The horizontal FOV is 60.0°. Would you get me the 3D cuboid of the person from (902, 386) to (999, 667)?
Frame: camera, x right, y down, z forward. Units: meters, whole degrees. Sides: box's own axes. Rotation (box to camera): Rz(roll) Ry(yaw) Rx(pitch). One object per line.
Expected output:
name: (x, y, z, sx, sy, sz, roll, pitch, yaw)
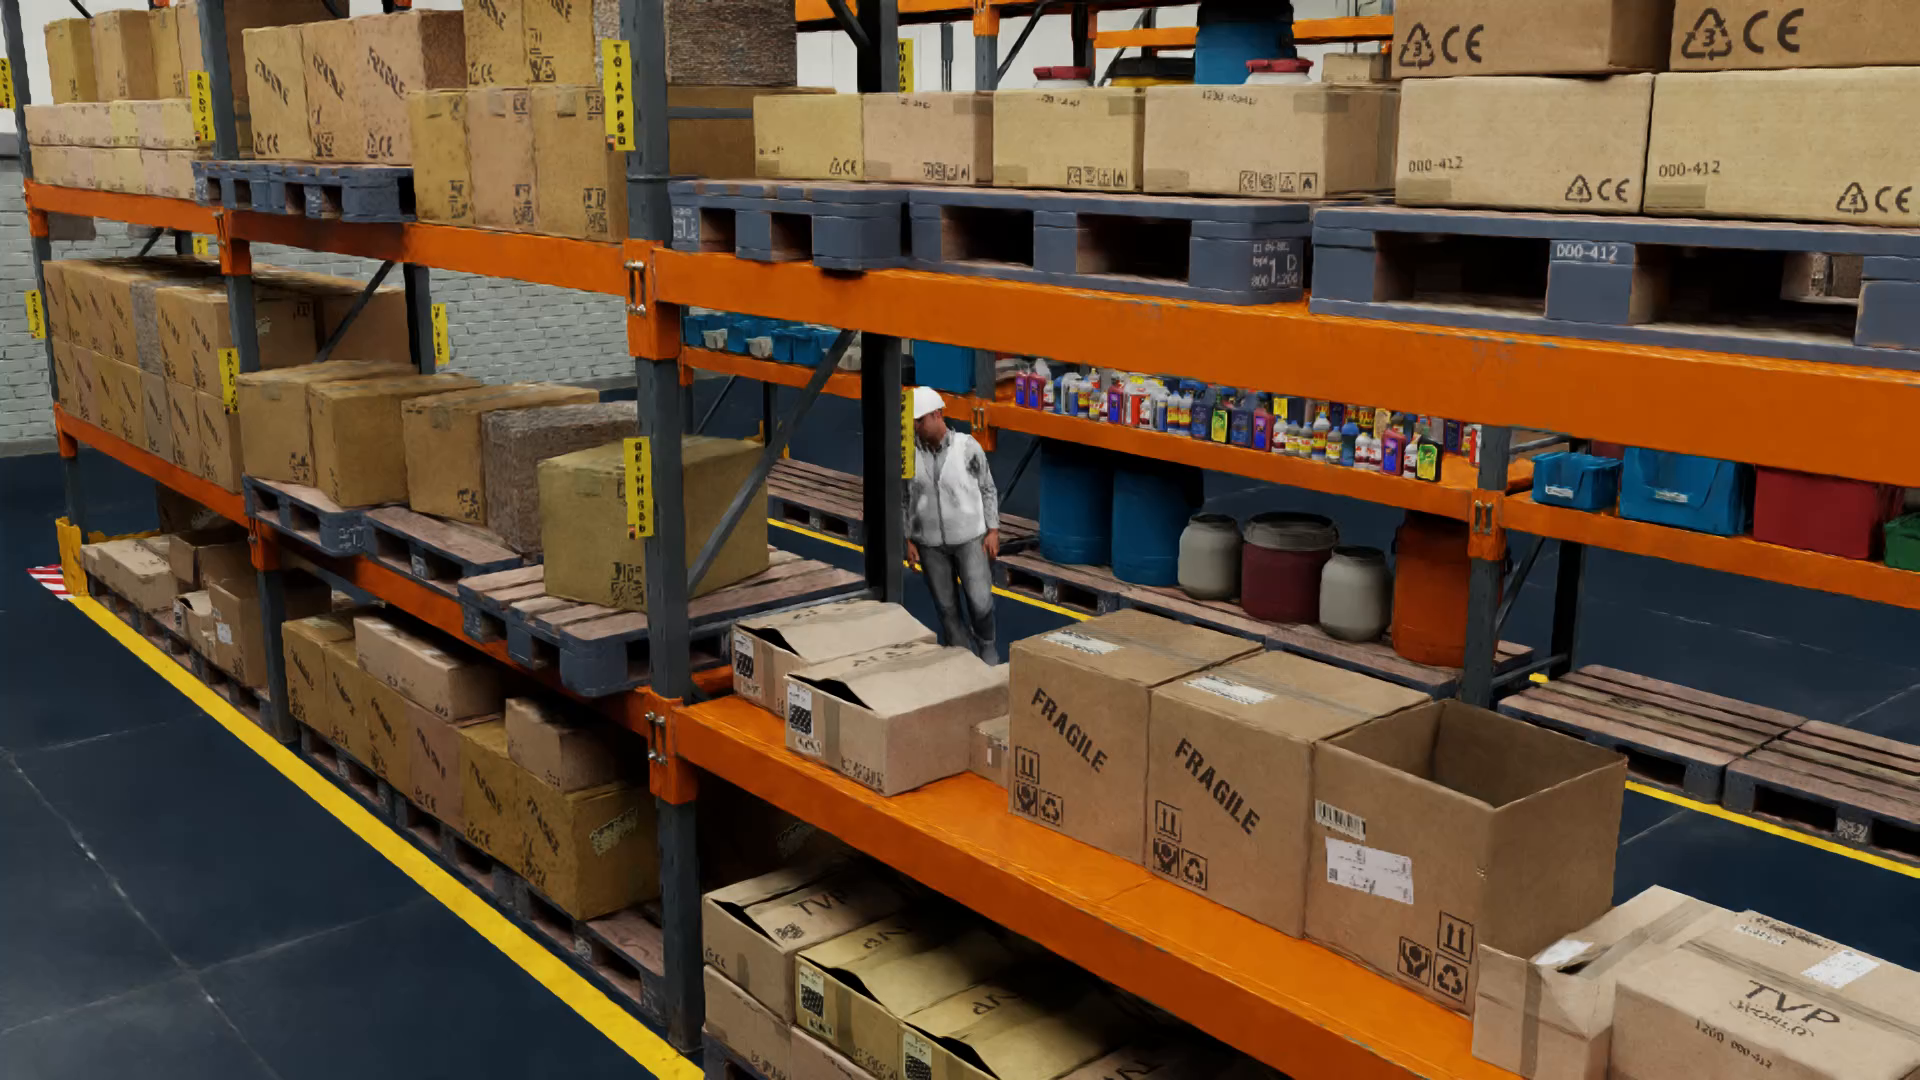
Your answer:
person: (-0.067, -0.016, 9.525, 0.592, 1.751, 0.523, 2, 14, 7)
